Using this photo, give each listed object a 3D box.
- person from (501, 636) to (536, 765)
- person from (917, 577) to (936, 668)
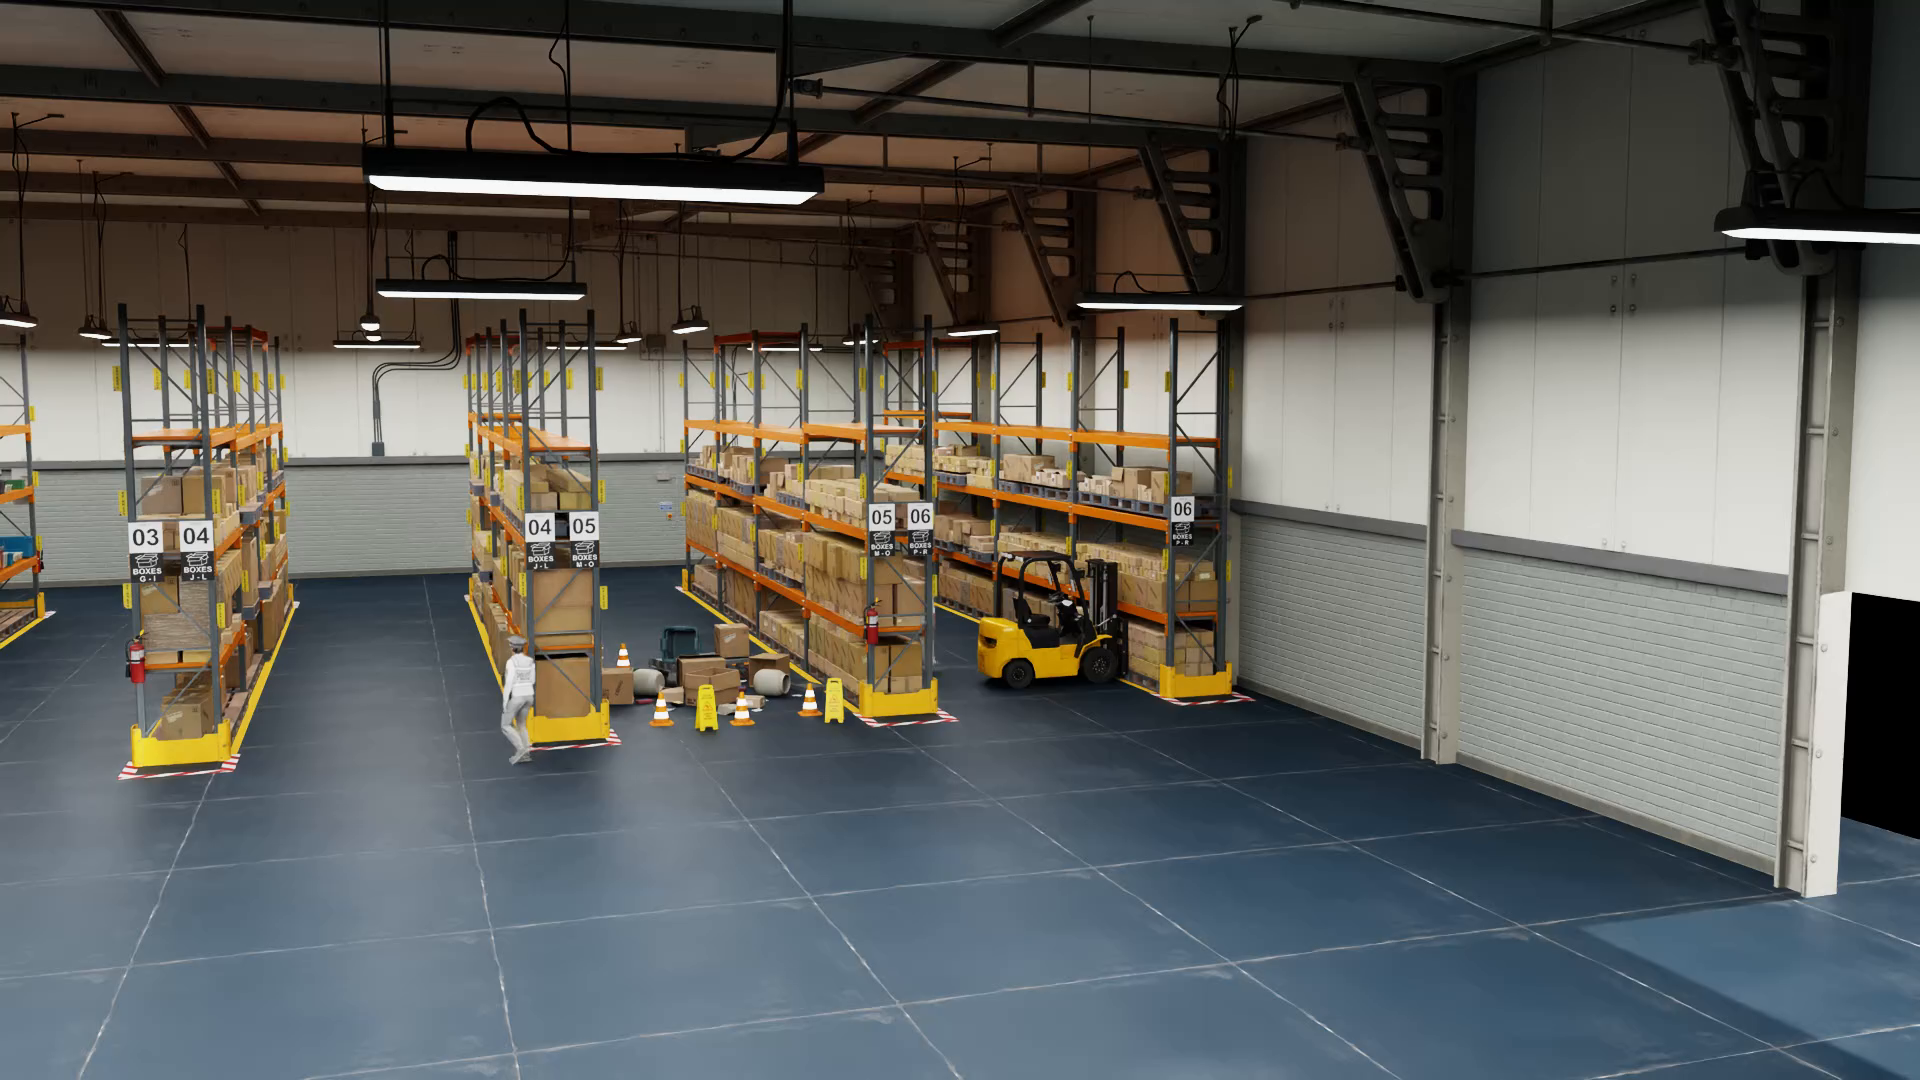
[{"bbox_3d":[-5.807,2.107,21.956,0.492,1.645,0.566,3,6,32],"label":"person"},{"bbox_3d":[-0.640,1.450,29.042,0.457,1.584,0.440,-1,6,-12],"label":"person"}]
